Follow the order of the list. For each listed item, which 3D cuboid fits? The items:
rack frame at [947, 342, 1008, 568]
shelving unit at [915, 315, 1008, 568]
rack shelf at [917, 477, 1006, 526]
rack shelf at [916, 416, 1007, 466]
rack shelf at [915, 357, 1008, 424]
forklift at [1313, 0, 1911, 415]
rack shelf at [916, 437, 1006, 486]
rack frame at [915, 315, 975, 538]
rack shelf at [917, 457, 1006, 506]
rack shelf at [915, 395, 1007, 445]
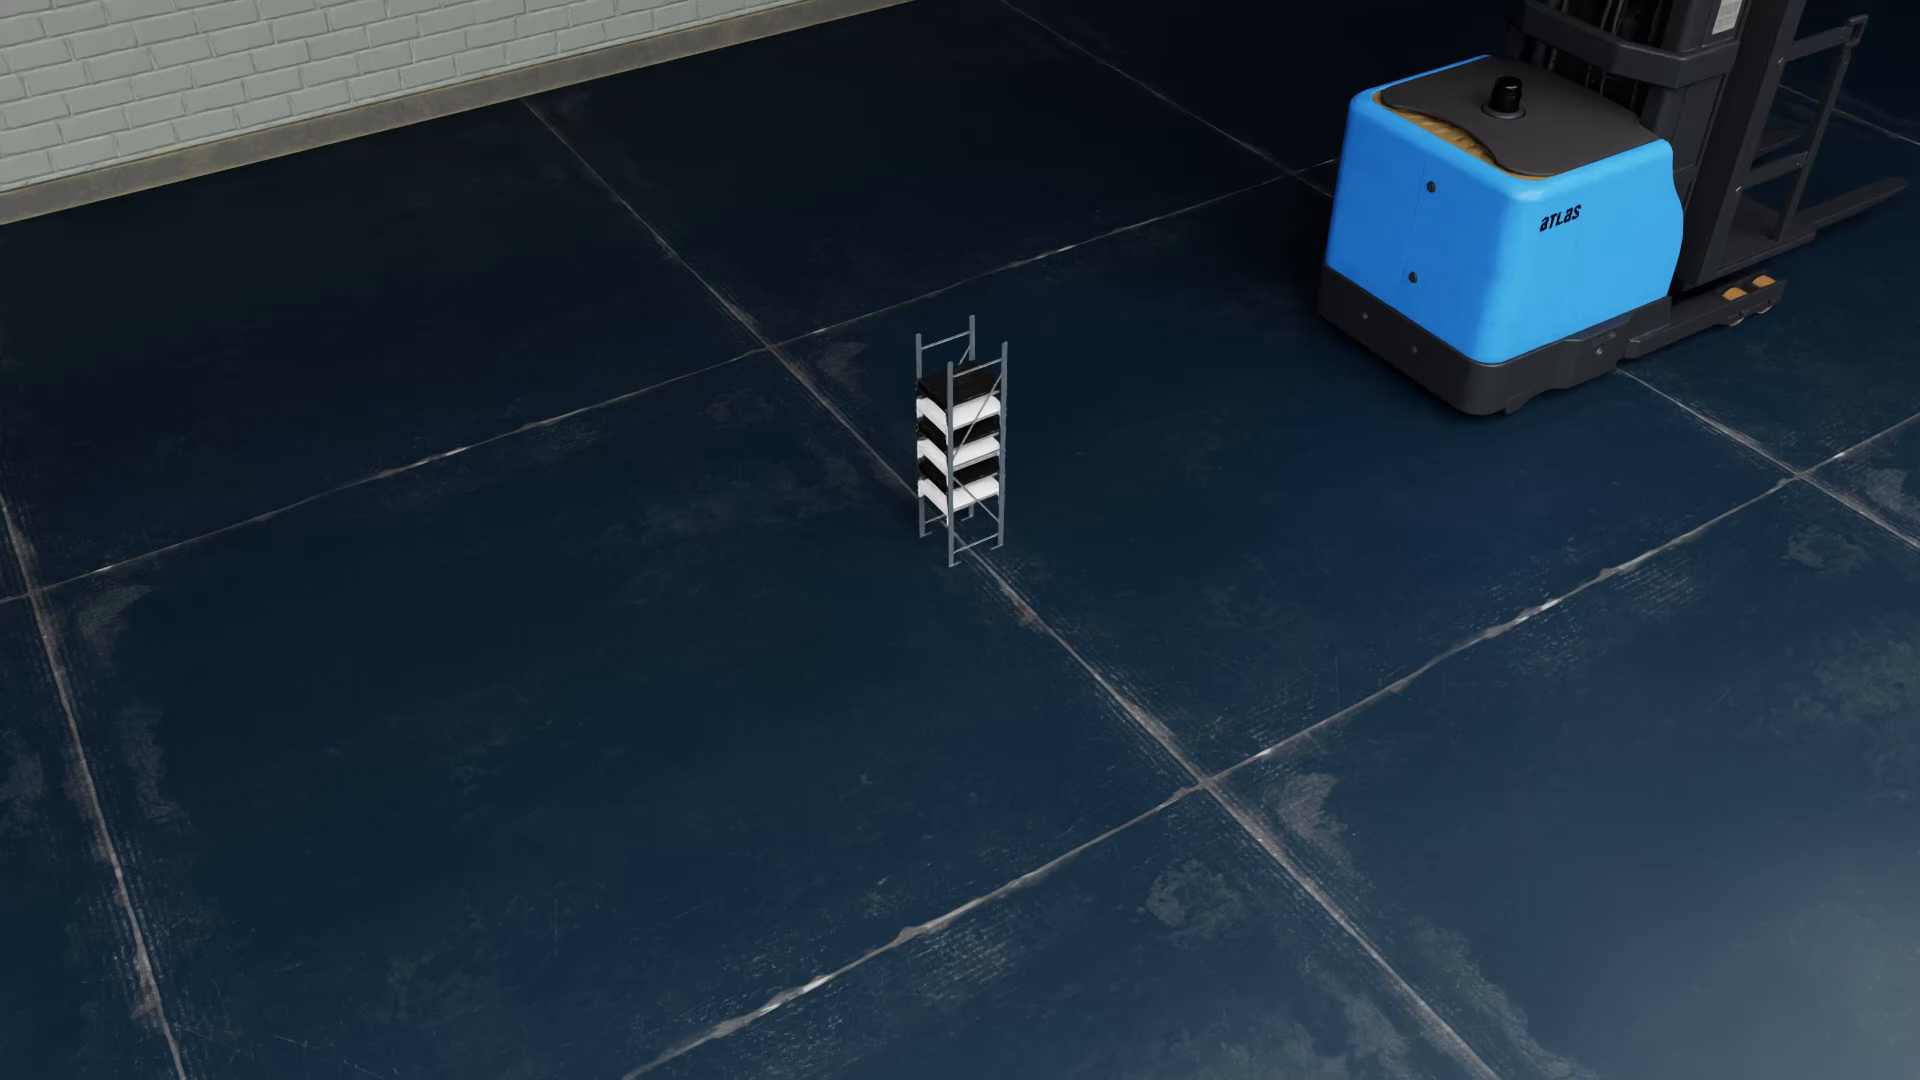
[{"bbox_3d":[0.059,-0.286,5.891,0.240,0.900,0.006,-22,45,-24],"label":"rack frame"},{"bbox_3d":[0.004,-0.341,5.957,0.258,0.900,0.210,-22,45,-24],"label":"shelving unit"},{"bbox_3d":[0.004,-0.177,6.093,0.258,0.077,0.200,-22,45,-24],"label":"rack shelf"},{"bbox_3d":[0.004,-0.385,5.920,0.258,0.077,0.200,-22,45,-24],"label":"rack shelf"},{"bbox_3d":[0.004,-0.523,5.805,0.258,0.077,0.200,-22,45,-24],"label":"rack shelf"},{"bbox_3d":[3.091,-2.345,6.774,3.031,2.935,1.130,-22,44,-24],"label":"forklift"},{"bbox_3d":[0.004,-0.316,5.978,0.258,0.077,0.200,-22,45,-24],"label":"rack shelf"},{"bbox_3d":[-0.050,-0.396,6.023,0.240,0.900,0.006,-22,45,-24],"label":"rack frame"},{"bbox_3d":[0.004,-0.247,6.036,0.258,0.077,0.200,-22,45,-24],"label":"rack shelf"},{"bbox_3d":[0.004,-0.454,5.863,0.258,0.077,0.200,-22,45,-24],"label":"rack shelf"}]
